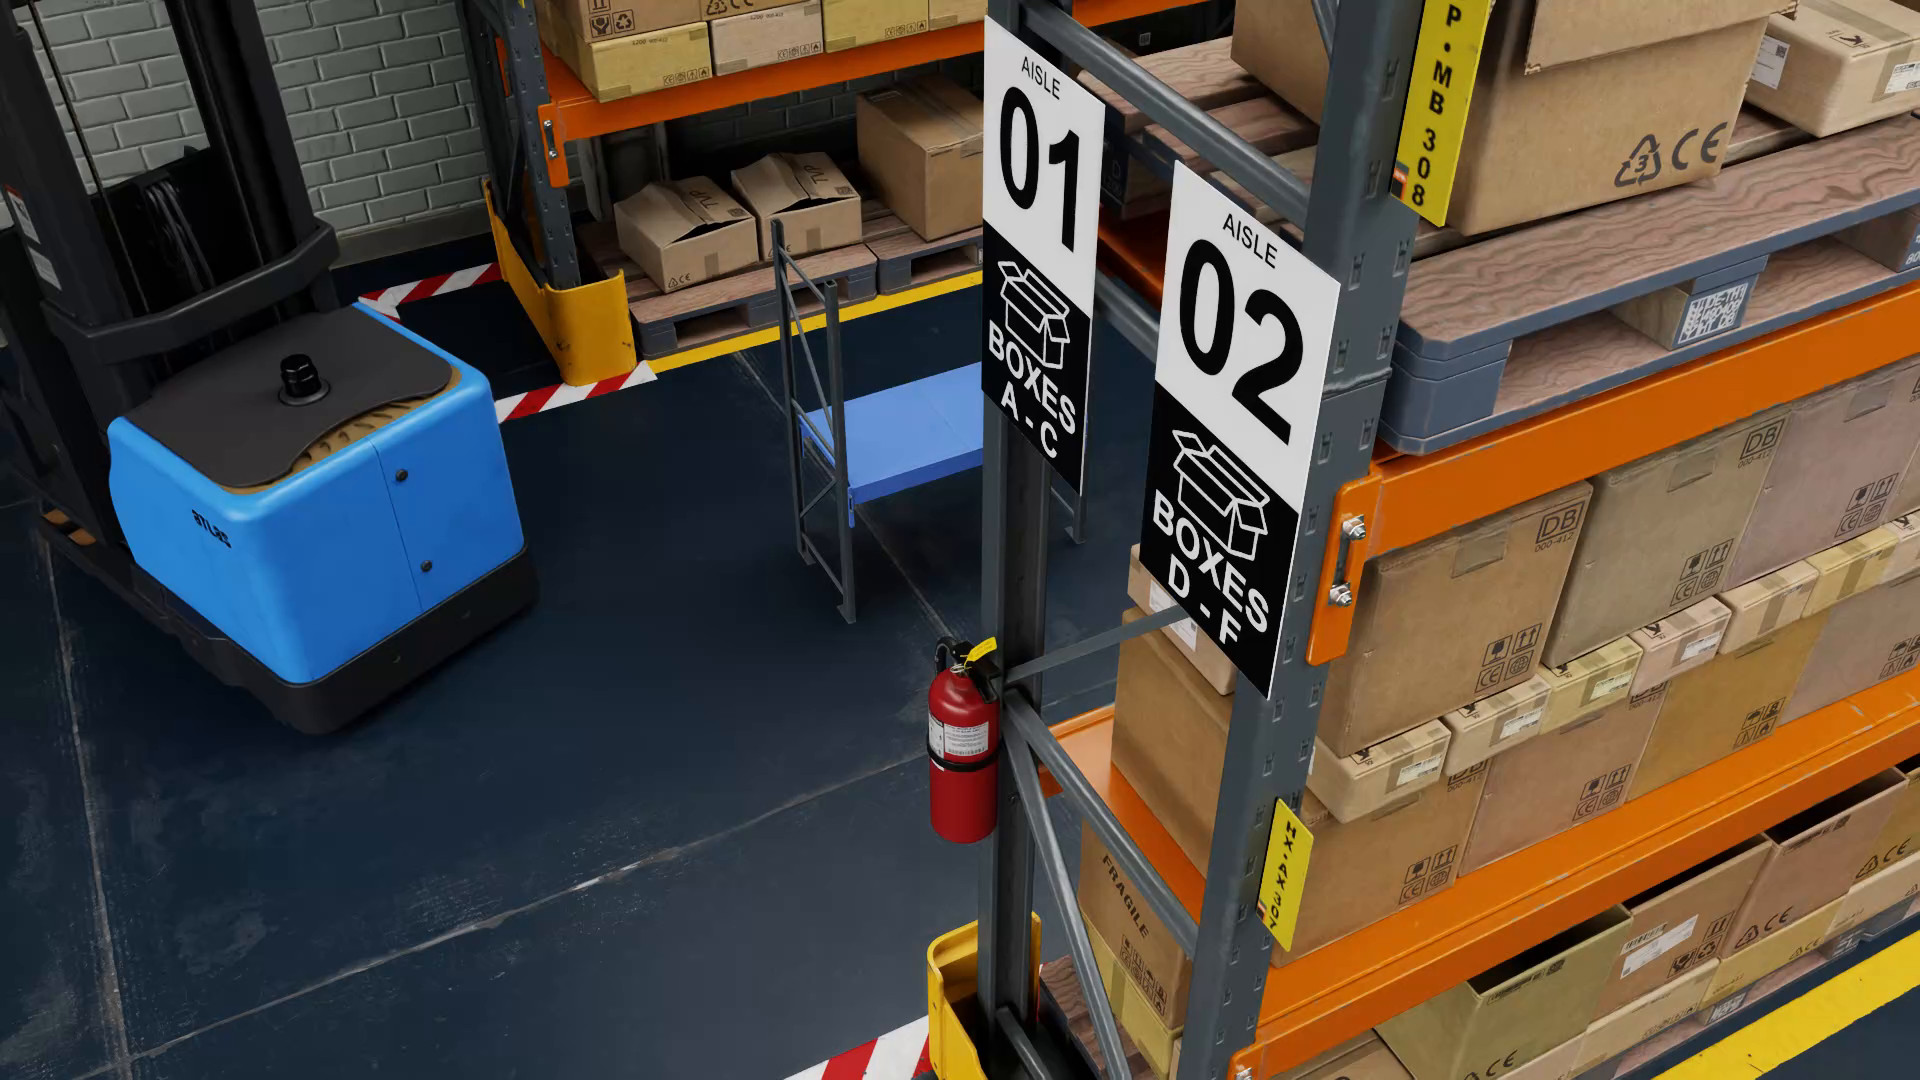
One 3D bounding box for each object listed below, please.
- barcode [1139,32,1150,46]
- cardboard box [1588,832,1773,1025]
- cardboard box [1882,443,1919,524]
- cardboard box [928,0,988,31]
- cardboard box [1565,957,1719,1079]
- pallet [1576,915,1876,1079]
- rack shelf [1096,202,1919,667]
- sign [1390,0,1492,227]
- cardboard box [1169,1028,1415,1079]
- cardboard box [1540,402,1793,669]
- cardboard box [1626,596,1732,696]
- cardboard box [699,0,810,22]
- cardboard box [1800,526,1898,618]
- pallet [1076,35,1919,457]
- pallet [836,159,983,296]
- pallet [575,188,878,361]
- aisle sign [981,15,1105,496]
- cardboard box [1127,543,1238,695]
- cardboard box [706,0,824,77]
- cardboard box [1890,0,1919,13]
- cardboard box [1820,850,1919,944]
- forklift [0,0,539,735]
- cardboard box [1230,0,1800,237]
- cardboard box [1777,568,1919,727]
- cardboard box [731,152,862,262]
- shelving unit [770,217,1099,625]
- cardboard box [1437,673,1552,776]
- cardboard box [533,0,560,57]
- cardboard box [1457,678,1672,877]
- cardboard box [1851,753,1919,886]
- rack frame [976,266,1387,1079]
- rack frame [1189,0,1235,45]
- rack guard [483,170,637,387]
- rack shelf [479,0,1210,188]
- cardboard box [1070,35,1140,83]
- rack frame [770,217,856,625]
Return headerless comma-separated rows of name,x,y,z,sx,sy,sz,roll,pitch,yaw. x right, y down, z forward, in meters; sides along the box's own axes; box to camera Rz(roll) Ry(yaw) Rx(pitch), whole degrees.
barcode,0.996,-2.698,8.962,0.075,0.075,0.001,-19,44,-21
cardboard box,1.788,0.909,4.577,0.500,0.500,0.500,-19,44,-21
cardboard box,2.151,-0.496,3.933,0.500,0.500,0.700,-19,44,-21
cardboard box,-0.025,-2.568,7.562,0.500,0.250,0.500,-18,44,-20
cardboard box,1.793,1.202,4.812,0.500,0.250,0.500,-19,44,-21
pallet,2.069,1.096,5.292,1.213,0.211,1.003,-19,44,-21
rack shelf,2.103,-0.822,3.634,4.000,0.370,1.077,-19,44,-21
sign,0.581,-0.544,2.011,0.005,0.325,0.100,-19,44,-21
cardboard box,0.908,1.502,4.457,0.500,0.250,0.500,-19,44,-21
cardboard box,1.260,-0.196,3.578,0.500,0.500,0.700,-20,44,-22
cardboard box,1.457,0.138,3.686,0.250,0.149,0.380,-19,44,-21
cardboard box,-0.957,-2.541,6.950,0.500,0.500,0.500,-18,44,-21
cardboard box,1.918,-0.020,3.872,0.250,0.149,0.380,-19,44,-21
pallet,0.969,-0.662,2.957,1.213,0.211,1.003,-19,44,-21
pallet,-0.077,-1.734,8.635,1.213,0.211,1.003,-19,44,-21
pallet,-1.158,-1.373,8.208,1.213,0.211,1.003,-19,44,-21
aisle sign,0.136,-0.496,3.002,0.004,0.787,0.394,-19,44,-21
cardboard box,0.580,0.136,3.688,0.250,0.149,0.380,-19,44,-21
cardboard box,-0.929,-2.269,7.210,0.500,0.250,0.500,-20,44,-22
cardboard box,1.929,-1.090,2.884,0.500,0.500,0.500,-19,44,-21
cardboard box,2.682,0.906,5.162,0.500,0.250,0.500,-19,44,-21
forklift,-3.078,-1.237,5.943,3.031,2.935,1.130,28,48,29
cardboard box,0.841,-0.922,2.682,0.637,0.503,0.797,-16,43,-18
cardboard box,2.121,0.012,4.337,0.500,0.500,0.700,-17,43,-19
cardboard box,-0.801,-1.659,8.129,0.500,0.311,0.500,-15,43,-17
shelving unit,-0.076,-0.547,6.235,1.048,1.500,0.538,-19,44,-21
cardboard box,1.010,0.286,3.512,0.250,0.149,0.380,-20,44,-22
cardboard box,-1.637,-2.393,7.356,0.500,0.250,0.500,-18,43,-20
cardboard box,1.213,0.316,3.978,0.500,0.500,0.700,-17,43,-20
cardboard box,2.676,0.612,4.928,0.500,0.500,0.500,-19,44,-21
rack frame,0.330,0.645,3.666,0.127,3.000,1.000,-19,44,-21
rack frame,1.586,-3.386,8.428,0.127,3.000,1.000,-19,44,-21
rack guard,-1.895,-1.261,7.852,0.348,0.500,1.175,-19,44,-21
rack shelf,-0.188,-2.514,7.956,4.000,0.370,1.077,-19,44,-21
cardboard box,0.684,-2.267,8.701,0.500,0.500,0.500,-22,45,-24
rack frame,-0.527,-0.395,6.056,0.032,1.500,0.500,-19,44,-21
